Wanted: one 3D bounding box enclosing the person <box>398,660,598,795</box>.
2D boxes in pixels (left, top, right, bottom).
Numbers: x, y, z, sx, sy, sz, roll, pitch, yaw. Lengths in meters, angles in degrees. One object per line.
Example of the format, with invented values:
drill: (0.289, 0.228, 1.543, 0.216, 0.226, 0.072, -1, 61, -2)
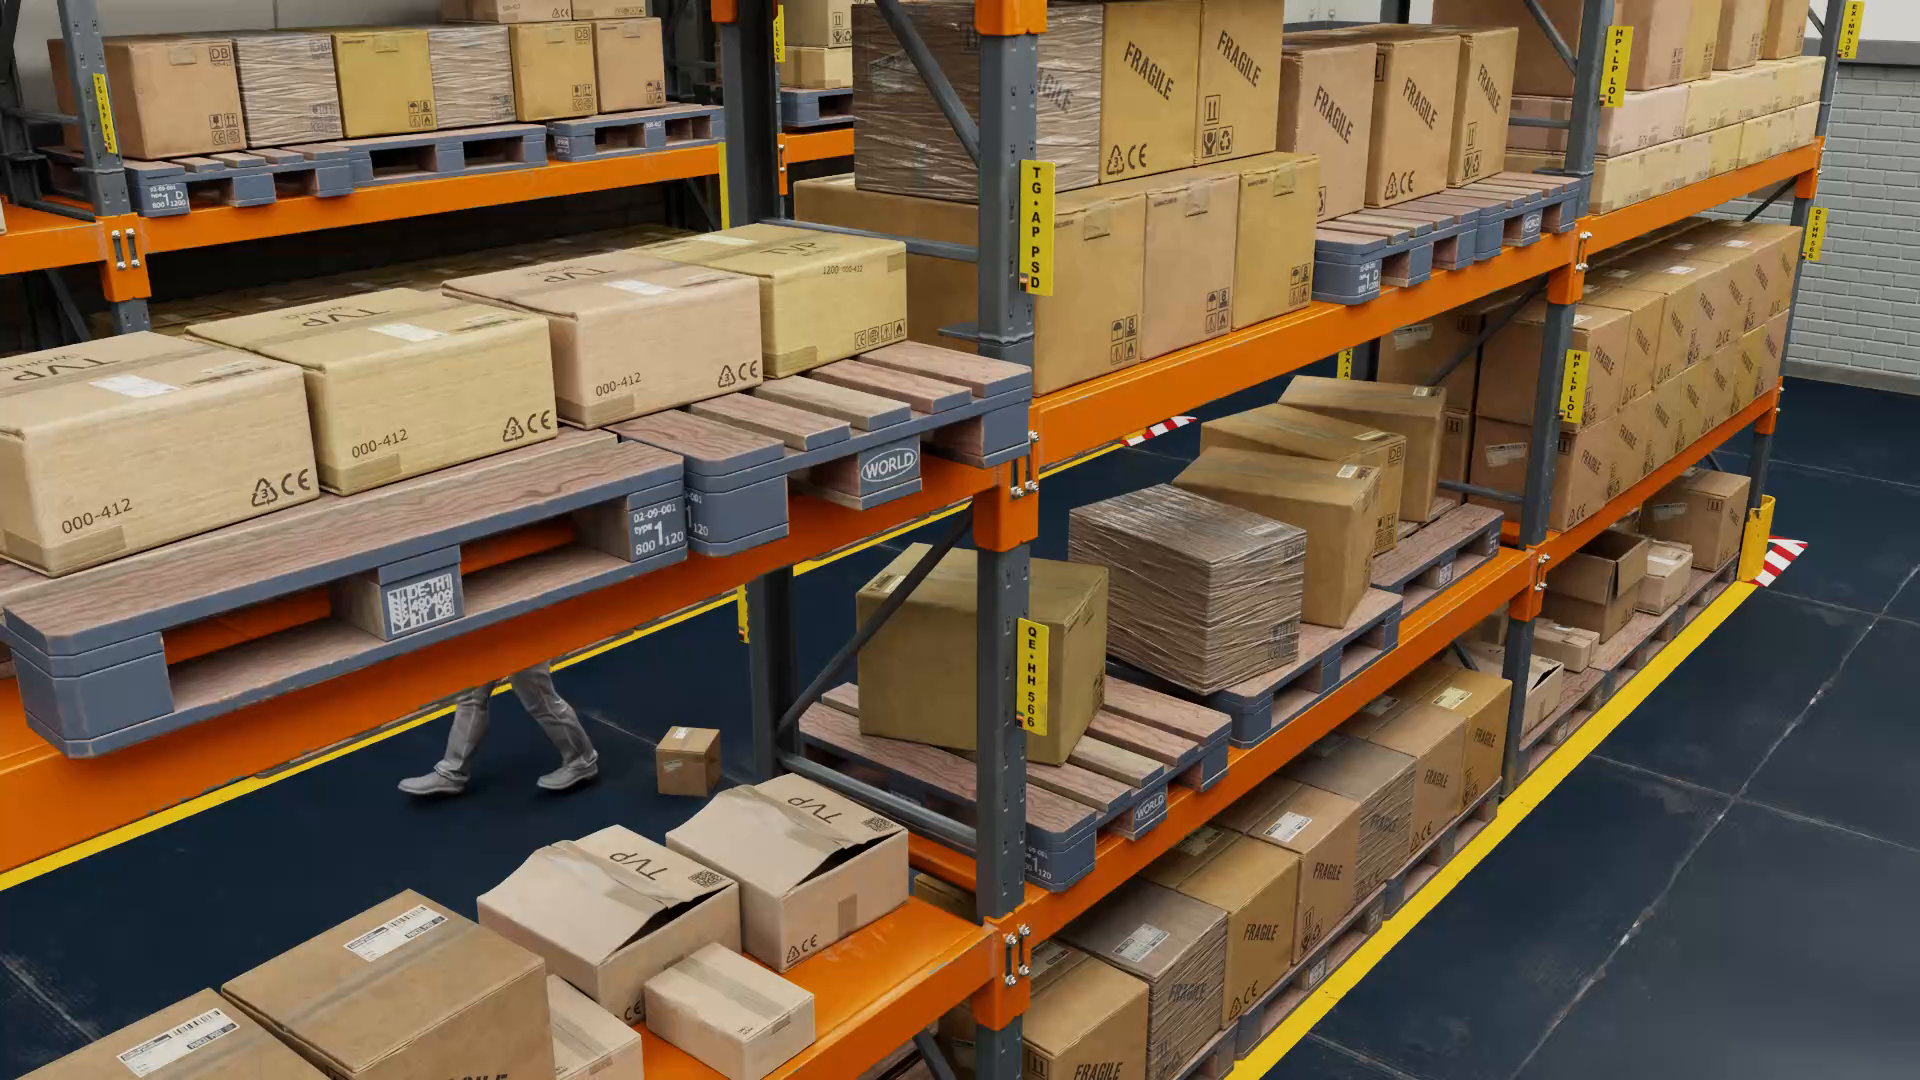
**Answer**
person: (-2.231, 0.424, 7.852, 0.925, 1.725, 0.572, -12, 23, -29)
